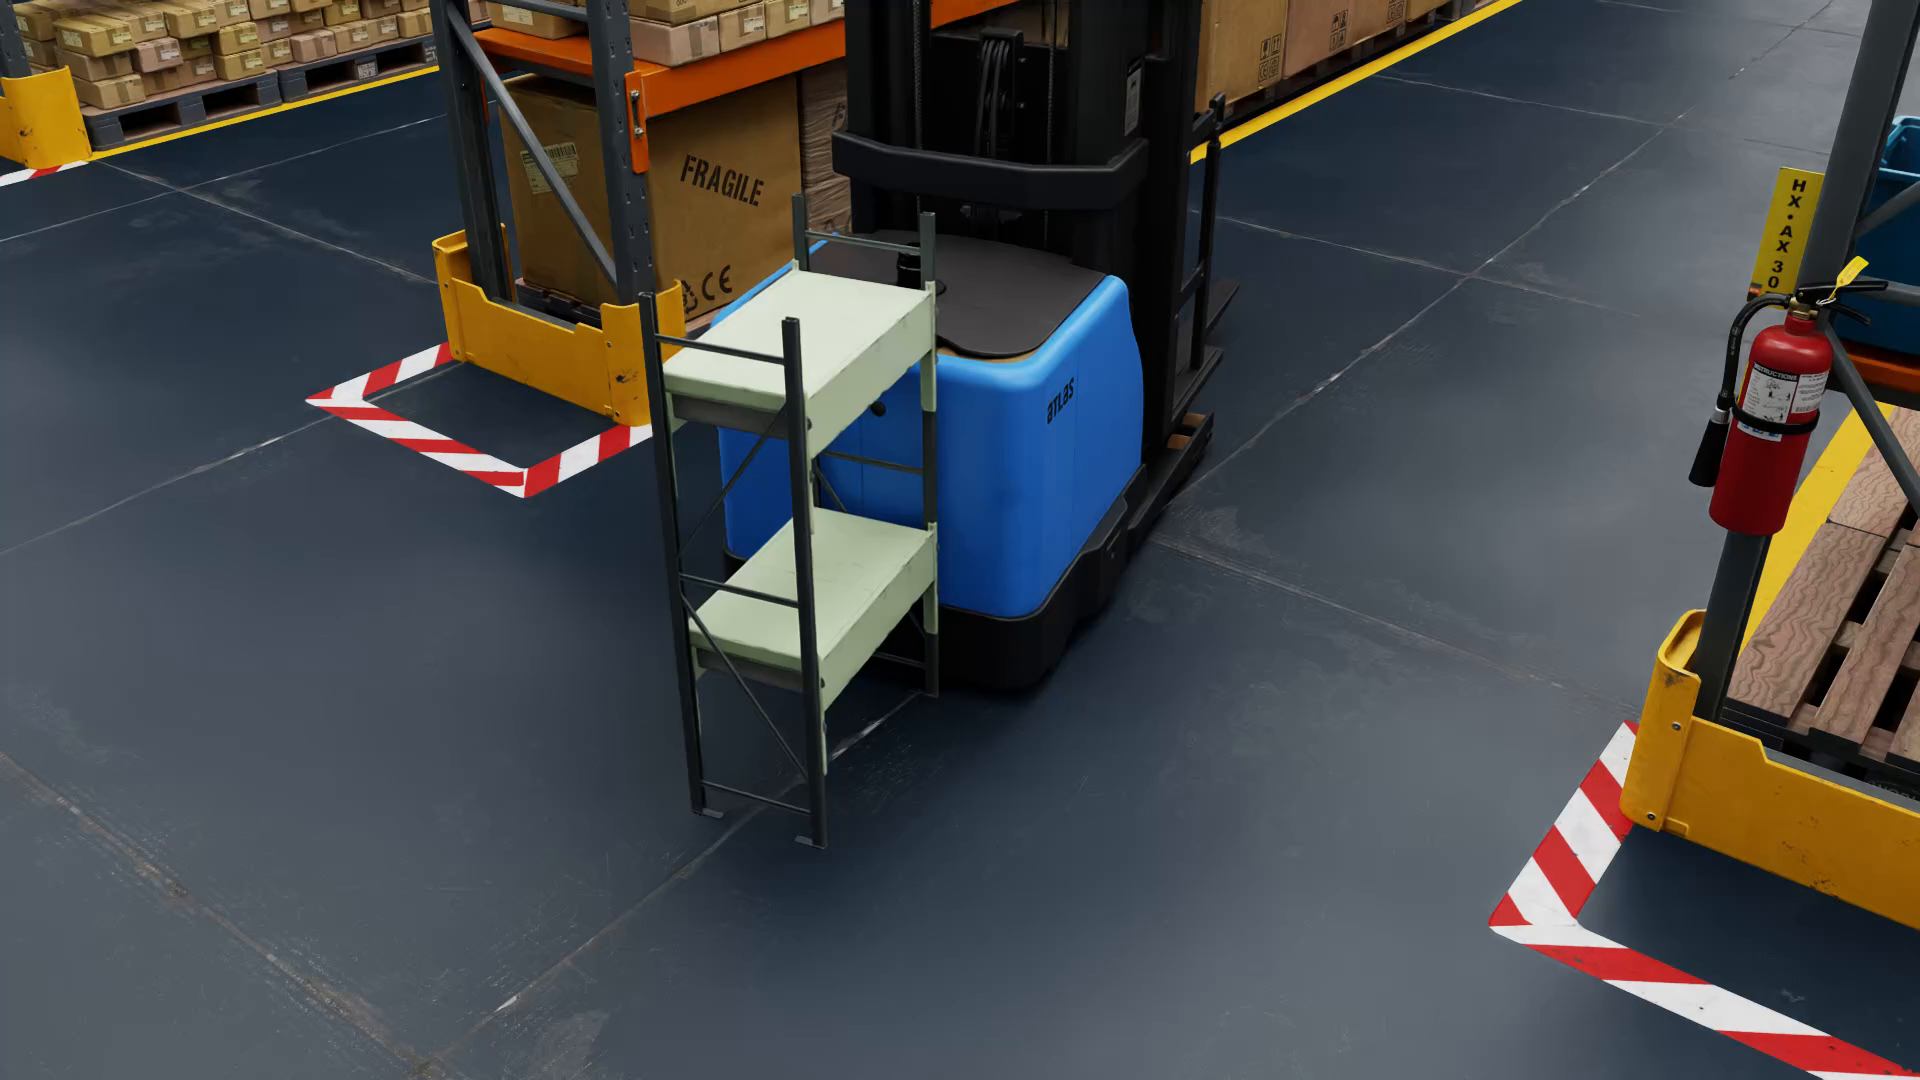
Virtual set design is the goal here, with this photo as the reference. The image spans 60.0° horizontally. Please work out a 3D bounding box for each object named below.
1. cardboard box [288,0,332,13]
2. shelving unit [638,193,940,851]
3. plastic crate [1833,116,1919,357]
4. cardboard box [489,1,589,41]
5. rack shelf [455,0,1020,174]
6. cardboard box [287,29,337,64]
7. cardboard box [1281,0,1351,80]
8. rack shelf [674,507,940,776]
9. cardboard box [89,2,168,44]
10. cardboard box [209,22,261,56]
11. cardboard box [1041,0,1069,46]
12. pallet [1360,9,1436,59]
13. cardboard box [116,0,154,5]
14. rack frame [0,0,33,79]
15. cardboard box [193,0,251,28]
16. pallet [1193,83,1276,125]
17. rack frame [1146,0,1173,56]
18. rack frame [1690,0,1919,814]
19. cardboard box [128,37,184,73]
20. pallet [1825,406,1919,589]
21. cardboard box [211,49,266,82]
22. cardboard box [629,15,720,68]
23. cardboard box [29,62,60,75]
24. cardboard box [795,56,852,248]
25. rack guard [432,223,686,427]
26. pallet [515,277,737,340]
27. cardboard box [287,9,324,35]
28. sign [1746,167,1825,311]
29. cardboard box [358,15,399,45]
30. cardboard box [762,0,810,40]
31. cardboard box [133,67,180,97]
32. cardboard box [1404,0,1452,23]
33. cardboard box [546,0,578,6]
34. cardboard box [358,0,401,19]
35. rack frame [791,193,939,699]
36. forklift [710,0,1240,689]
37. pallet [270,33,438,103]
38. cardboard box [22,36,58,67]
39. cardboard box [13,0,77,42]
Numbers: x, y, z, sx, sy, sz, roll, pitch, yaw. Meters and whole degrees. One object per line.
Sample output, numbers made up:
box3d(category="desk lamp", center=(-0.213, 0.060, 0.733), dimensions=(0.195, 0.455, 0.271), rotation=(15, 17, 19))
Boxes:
box3d(category="cardboard box", center=(-4.137, -3.405, 10.354), dimensions=(0.380, 0.149, 0.250), rotation=(22, 37, 32))
box3d(category="shelving unit", center=(-0.394, -0.044, 4.353), dimensions=(0.431, 1.500, 0.755), rotation=(12, 33, 20))
box3d(category="plastic crate", center=(2.392, -0.688, 3.875), dimensions=(0.616, 0.435, 0.499), rotation=(21, 37, 31))
box3d(category="cardboard box", center=(-1.657, -2.116, 6.624), dimensions=(0.380, 0.149, 0.250), rotation=(22, 37, 32))
box3d(category="rack shelf", center=(-0.403, -2.481, 7.700), dimensions=(1.077, 0.370, 4.000), rotation=(21, 37, 31))
box3d(category="cardboard box", center=(-4.155, -3.126, 10.468), dimensions=(0.380, 0.149, 0.250), rotation=(19, 36, 29))
box3d(category="cardboard box", center=(1.714, -3.500, 10.386), dimensions=(1.225, 0.875, 0.875), rotation=(20, 36, 30))
box3d(category="rack shelf", center=(-0.394, 0.237, 4.519), dimensions=(0.431, 0.370, 0.720), rotation=(12, 33, 20))
box3d(category="cardboard box", center=(-4.846, -3.013, 9.693), dimensions=(0.380, 0.149, 0.250), rotation=(22, 37, 32))
box3d(category="cardboard box", center=(-4.453, -3.053, 10.052), dimensions=(0.380, 0.149, 0.250), rotation=(22, 37, 33))
box3d(category="cardboard box", center=(0.342, -2.627, 8.912), dimensions=(0.875, 0.875, 0.875), rotation=(21, 37, 31))
box3d(category="pallet", center=(2.683, -3.733, 11.841), dimensions=(1.003, 0.211, 1.213), rotation=(21, 37, 31))
box3d(category="cardboard box", center=(-5.133, -3.278, 10.139), dimensions=(0.380, 0.149, 0.250), rotation=(20, 36, 30))
box3d(category="rack frame", center=(-5.503, -3.545, 8.790), dimensions=(1.000, 3.000, 0.127), rotation=(21, 37, 31))
box3d(category="cardboard box", center=(-4.508, -3.202, 10.012), dimensions=(0.380, 0.149, 0.250), rotation=(19, 36, 29))
box3d(category="pallet", center=(1.210, -2.741, 10.168), dimensions=(1.003, 0.211, 1.213), rotation=(21, 37, 31))
box3d(category="rack frame", center=(0.805, -3.604, 8.889), dimensions=(1.000, 3.000, 0.127), rotation=(21, 37, 31))
box3d(category="rack frame", center=(2.339, -0.454, 3.573), dimensions=(1.000, 3.000, 0.127), rotation=(21, 37, 31))
box3d(category="cardboard box", center=(-4.772, -2.855, 9.719), dimensions=(0.380, 0.149, 0.250), rotation=(21, 37, 31))
box3d(category="pallet", center=(3.605, -0.071, 5.663), dimensions=(1.003, 0.211, 1.213), rotation=(21, 37, 31))
box3d(category="cardboard box", center=(-4.453, -2.919, 10.117), dimensions=(0.380, 0.149, 0.250), rotation=(22, 37, 32))
box3d(category="cardboard box", center=(-1.133, -1.913, 6.281), dimensions=(0.380, 0.149, 0.250), rotation=(22, 37, 32))
box3d(category="cardboard box", center=(-5.352, -2.778, 9.879), dimensions=(0.380, 0.149, 0.250), rotation=(22, 37, 32))
box3d(category="cardboard box", center=(-0.738, -1.899, 7.684), dimensions=(0.875, 0.875, 0.875), rotation=(21, 37, 31))
box3d(category="rack guard", center=(-1.624, -0.893, 6.766), dimensions=(1.175, 0.500, 0.348), rotation=(21, 37, 31))
box3d(category="pallet", center=(-1.190, -1.127, 7.445), dimensions=(1.003, 0.211, 1.213), rotation=(21, 37, 31))
box3d(category="cardboard box", center=(-4.238, -3.313, 10.491), dimensions=(0.380, 0.149, 0.250), rotation=(23, 38, 34))
box3d(category="sign", center=(1.891, -0.686, 3.806), dimensions=(0.100, 0.325, 0.005), rotation=(21, 37, 31))
box3d(category="cardboard box", center=(-3.890, -3.355, 10.854), dimensions=(0.380, 0.149, 0.250), rotation=(22, 37, 32))
box3d(category="cardboard box", center=(-0.825, -2.121, 6.634), dimensions=(0.380, 0.149, 0.250), rotation=(20, 36, 30))
box3d(category="cardboard box", center=(-4.839, -2.746, 9.825), dimensions=(0.380, 0.149, 0.250), rotation=(21, 37, 31))
box3d(category="cardboard box", center=(2.786, -4.222, 11.604), dimensions=(1.225, 0.875, 0.875), rotation=(19, 36, 29))
box3d(category="cardboard box", center=(-1.529, -2.320, 6.578), dimensions=(0.500, 0.250, 0.500), rotation=(20, 36, 31))
box3d(category="cardboard box", center=(-3.872, -3.515, 10.832), dimensions=(0.380, 0.149, 0.250), rotation=(19, 36, 29))
box3d(category="rack frame", center=(-0.250, -0.215, 4.642), dimensions=(0.400, 1.500, 0.023), rotation=(12, 33, 20))
box3d(category="forklift", center=(0.312, -1.561, 5.509), dimensions=(1.130, 2.935, 3.031), rotation=(12, 33, 20))
box3d(category="pallet", center=(-4.202, -3.190, 10.925), dimensions=(1.003, 0.211, 1.213), rotation=(21, 37, 31))
box3d(category="cardboard box", center=(-5.412, -2.930, 9.844), dimensions=(0.380, 0.149, 0.250), rotation=(20, 36, 30))
box3d(category="cardboard box", center=(-5.386, -3.049, 9.753), dimensions=(0.380, 0.149, 0.250), rotation=(22, 37, 32))
